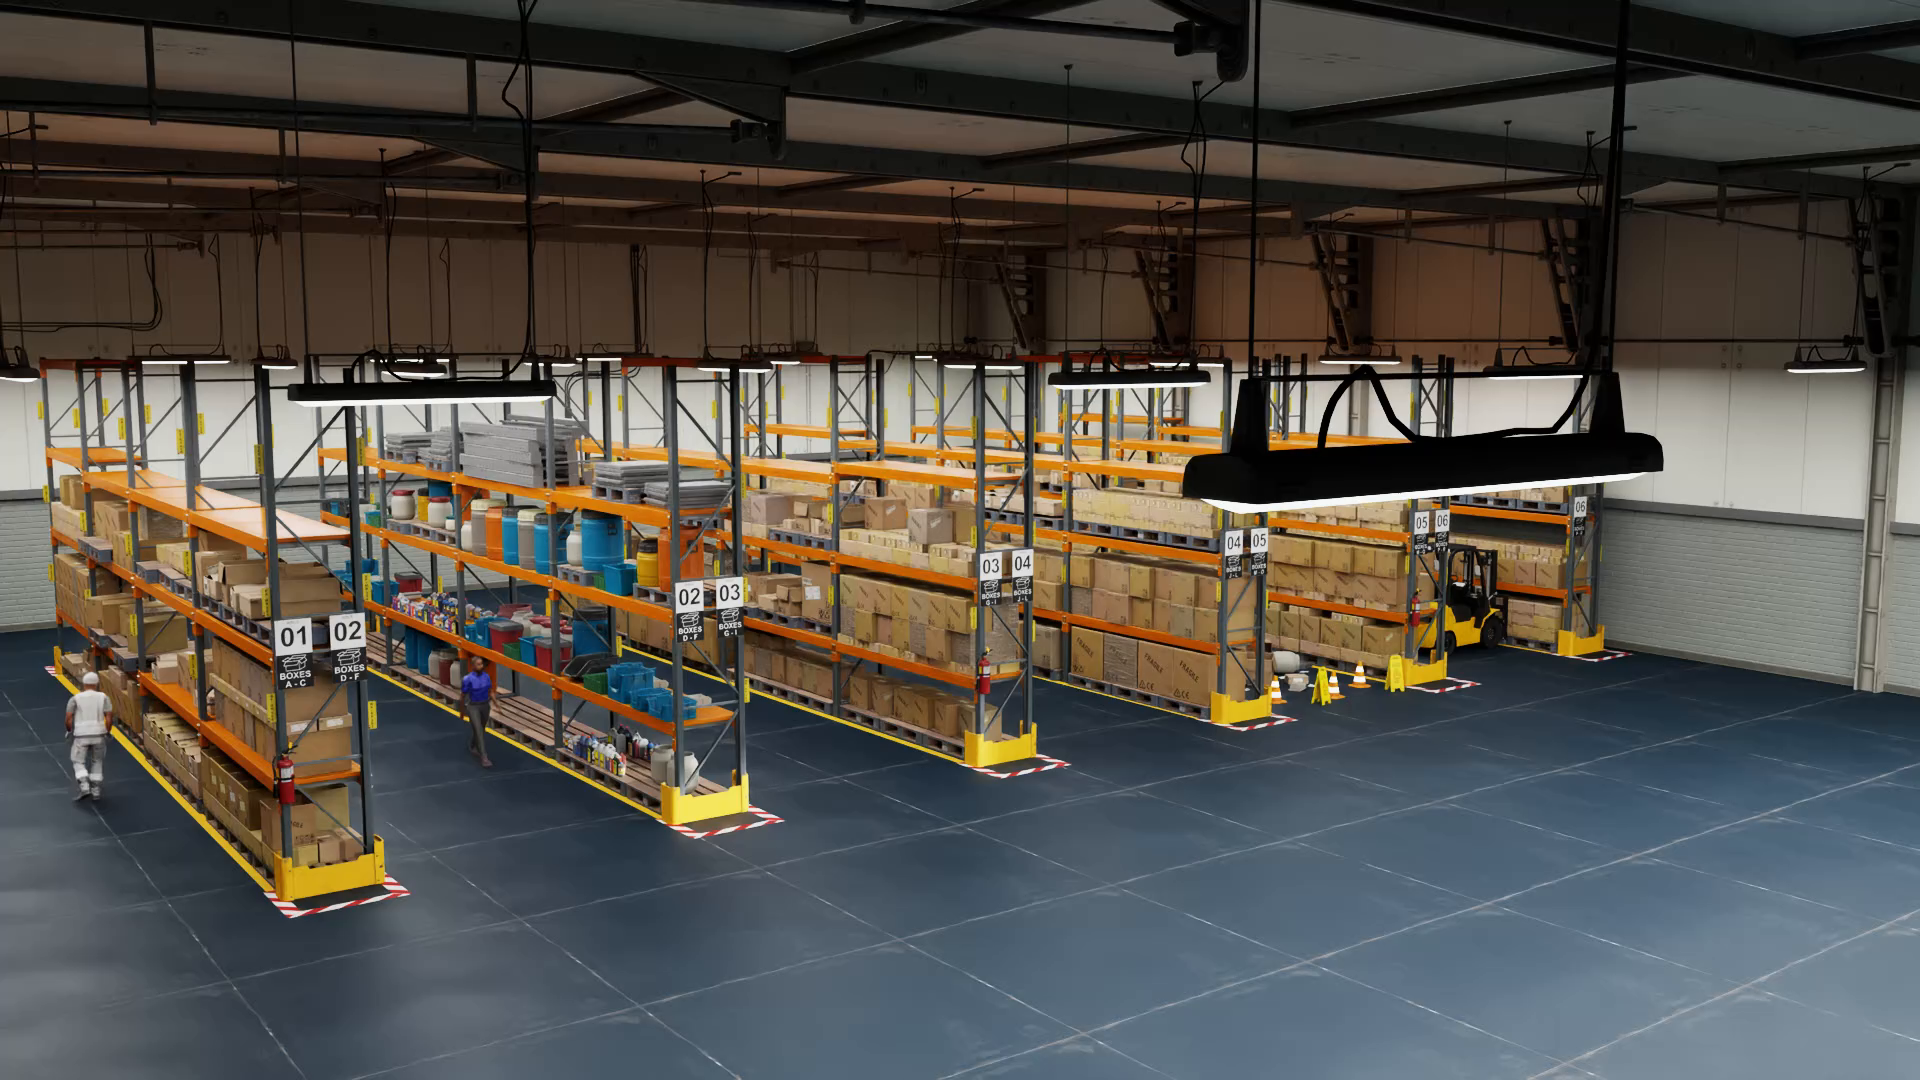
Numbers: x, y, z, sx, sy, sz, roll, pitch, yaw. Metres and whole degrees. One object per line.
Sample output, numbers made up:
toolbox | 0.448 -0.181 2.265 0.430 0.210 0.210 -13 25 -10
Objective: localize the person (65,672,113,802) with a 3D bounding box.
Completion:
person | -11.956 2.722 22.875 0.587 1.758 0.711 -5 8 -33

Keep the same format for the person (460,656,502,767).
person | -7.218 2.528 24.975 0.541 1.593 1.033 -5 9 -38
